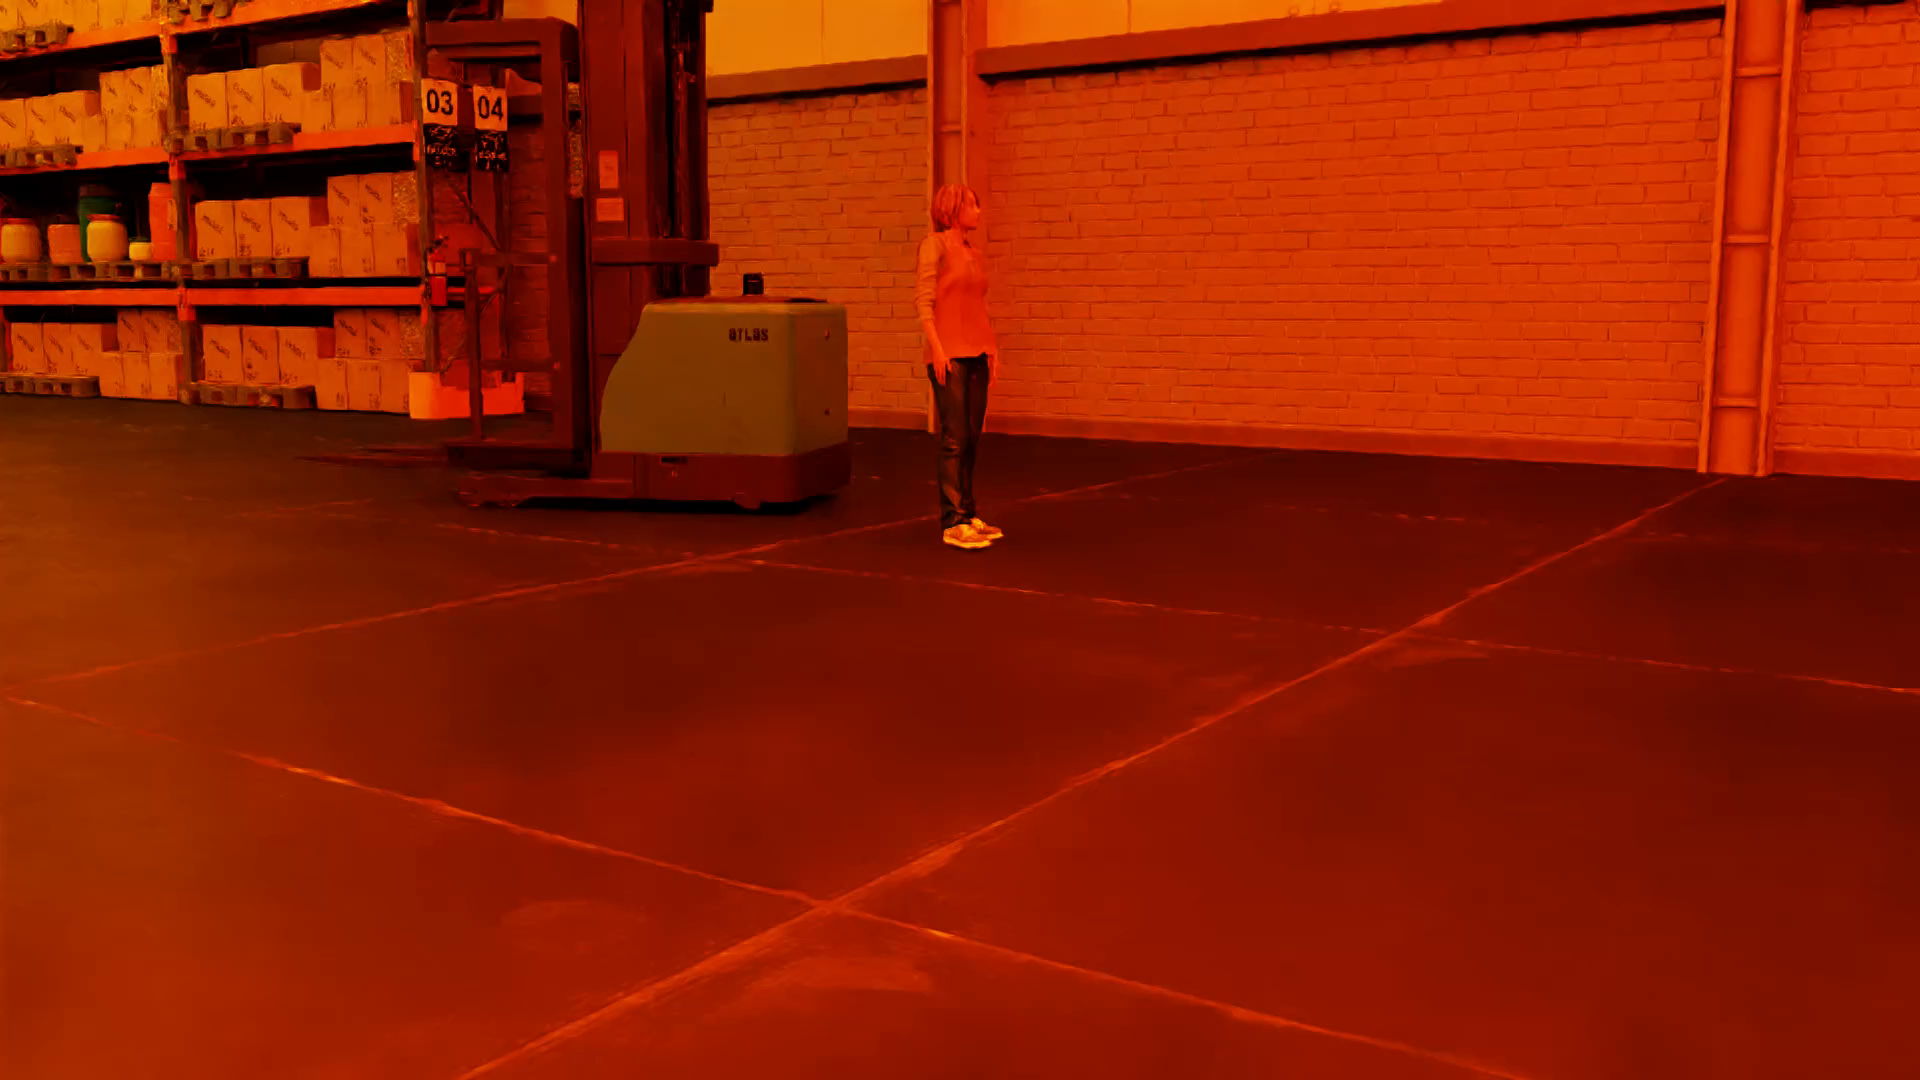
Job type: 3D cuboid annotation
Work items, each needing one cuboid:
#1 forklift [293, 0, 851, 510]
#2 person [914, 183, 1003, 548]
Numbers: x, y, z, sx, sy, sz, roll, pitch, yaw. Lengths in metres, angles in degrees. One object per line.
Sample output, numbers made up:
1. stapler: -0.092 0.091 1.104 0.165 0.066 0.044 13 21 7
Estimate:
1. forklift: -2.185 -1.692 9.089 3.031 2.935 1.130 2 8 14
2. person: 0.054 -0.790 7.438 0.474 1.597 0.520 5 10 34
